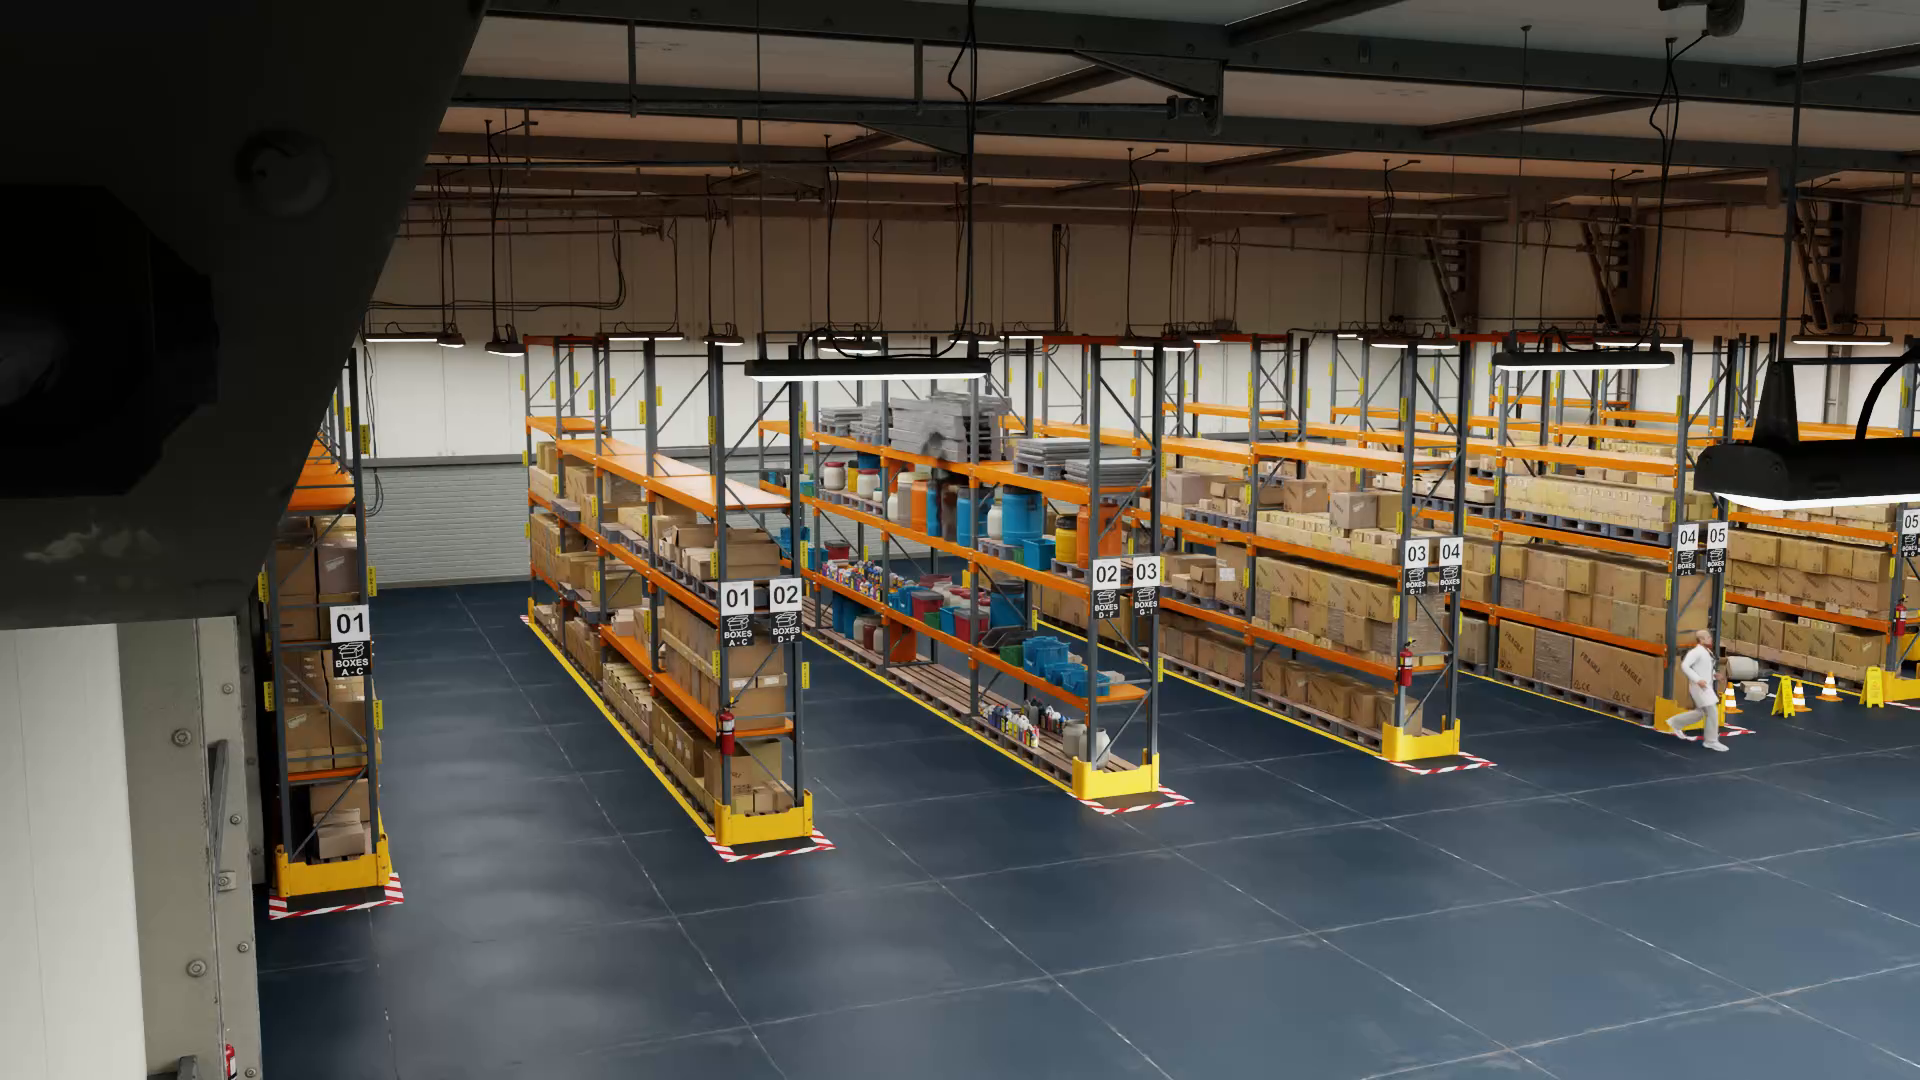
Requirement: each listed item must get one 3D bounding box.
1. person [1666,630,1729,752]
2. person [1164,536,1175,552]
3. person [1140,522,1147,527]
[{"bbox_3d":[10.931,2.200,24.591,0.922,1.758,0.735,5,9,35],"label":"person"},{"bbox_3d":[5.417,-0.070,41.916,0.563,1.684,0.704,3,8,20],"label":"person"},{"bbox_3d":[4.178,0.407,38.553,0.635,1.653,0.882,-3,8,-20],"label":"person"}]
